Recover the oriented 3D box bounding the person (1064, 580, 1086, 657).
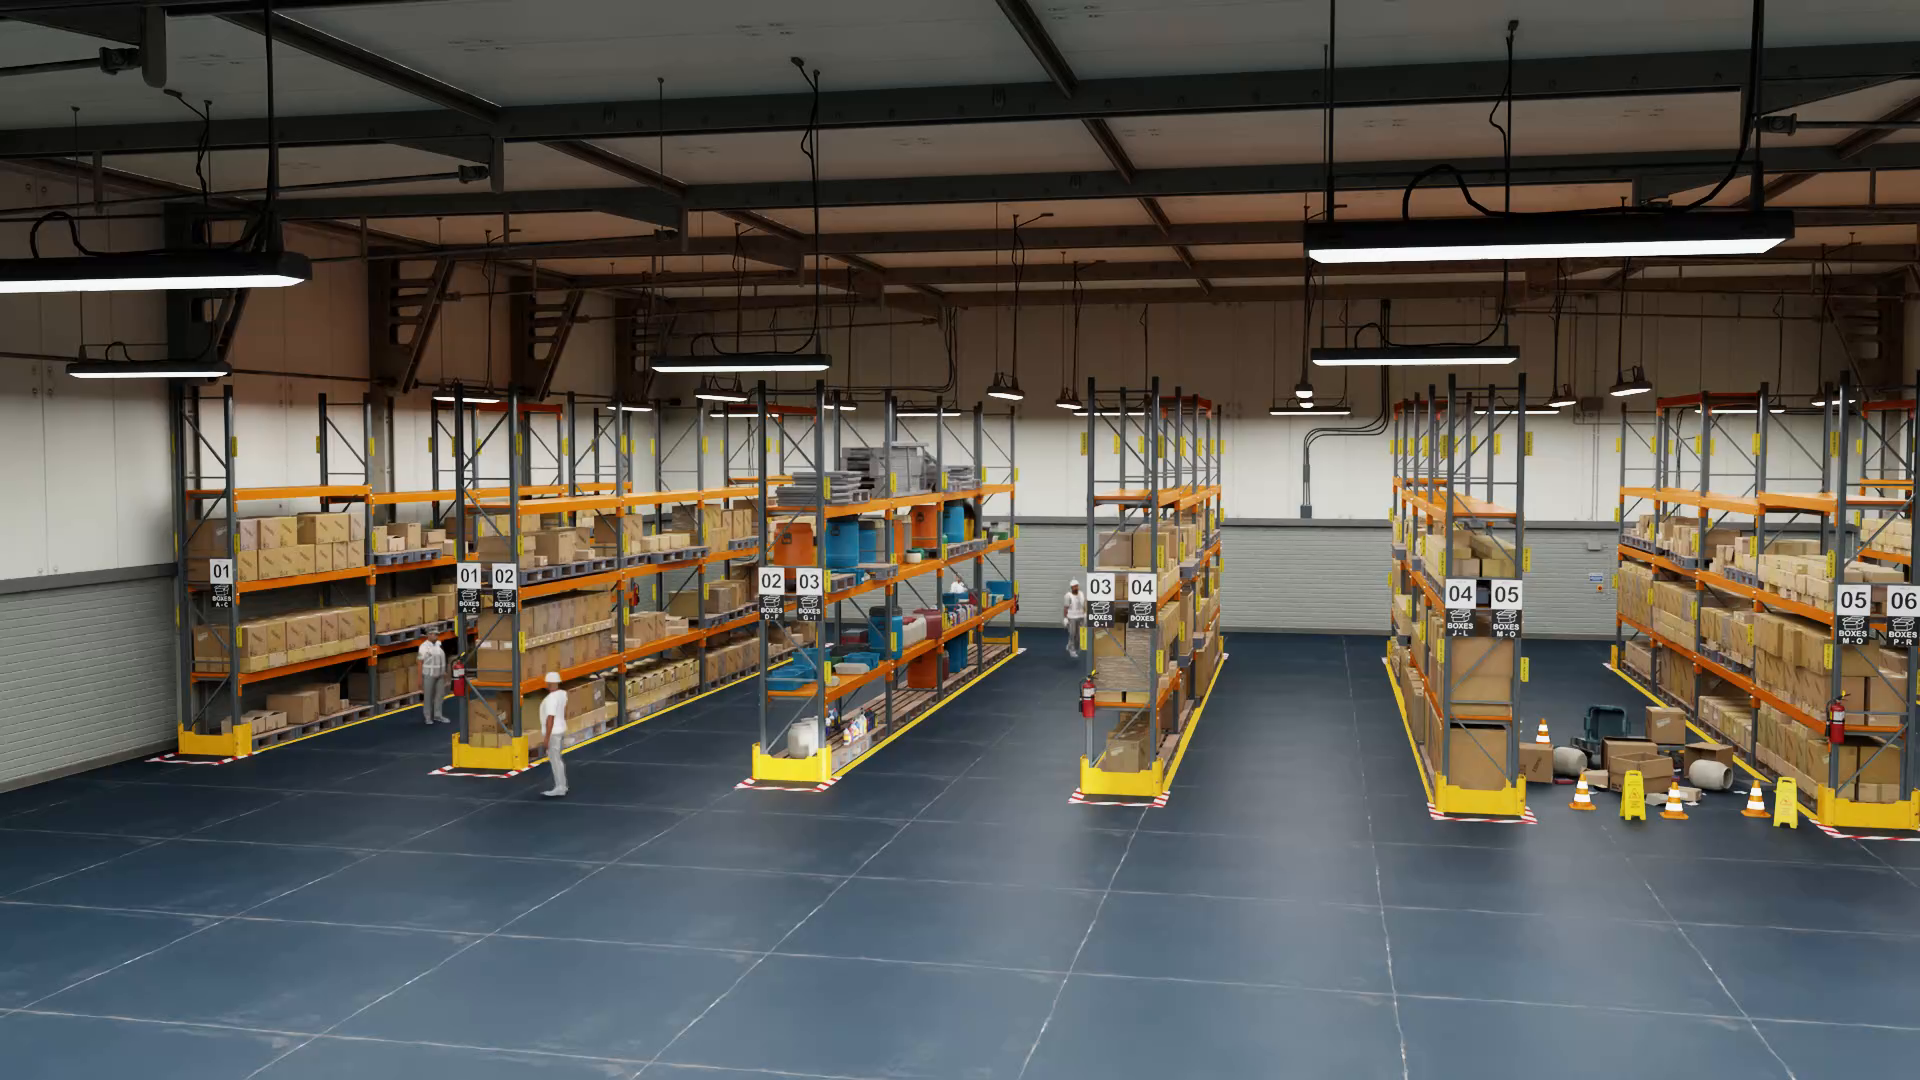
[{"bbox_3d":[2.624,1.803,38.387,0.628,1.785,0.517,-2,4,-35],"label":"person"}]

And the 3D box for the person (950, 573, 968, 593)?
[{"bbox_3d":[-0.021,1.700,43.934,0.516,1.656,0.477,-2,4,-38],"label":"person"}]

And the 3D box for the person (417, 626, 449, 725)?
[{"bbox_3d":[-9.526,2.436,30.085,0.382,1.771,0.639,2,4,29],"label":"person"}]

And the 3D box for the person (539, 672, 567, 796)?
[{"bbox_3d":[-5.826,2.790,23.876,0.374,1.803,0.689,0,3,-1],"label":"person"}]
